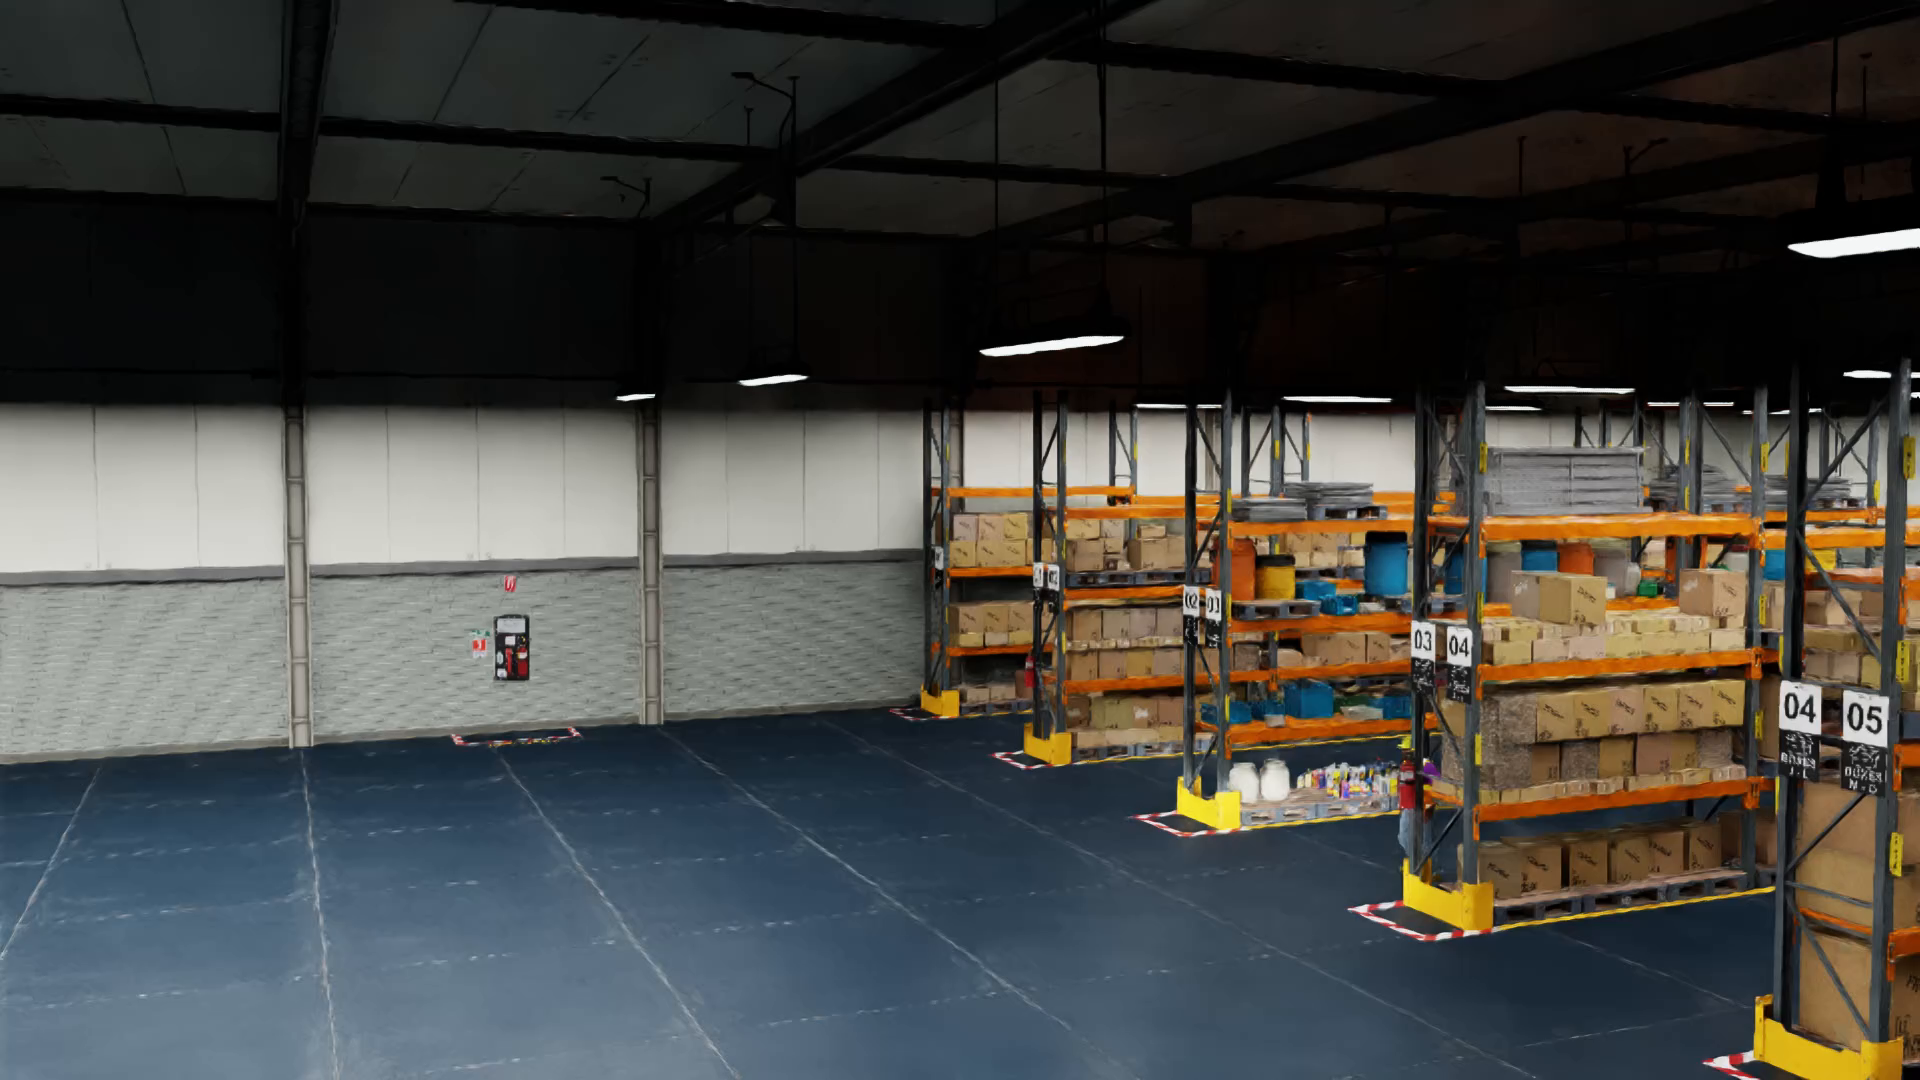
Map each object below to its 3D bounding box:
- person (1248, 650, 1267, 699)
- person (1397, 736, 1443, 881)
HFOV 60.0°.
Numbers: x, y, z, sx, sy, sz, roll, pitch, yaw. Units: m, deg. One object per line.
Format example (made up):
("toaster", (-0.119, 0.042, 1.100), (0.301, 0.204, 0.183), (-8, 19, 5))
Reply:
("person", (5.482, 2.551, 30.673), (0.512, 1.632, 0.639), (-2, 4, -24))
("person", (5.409, 3.157, 19.658), (0.578, 1.714, 0.719), (-1, 4, -23))
